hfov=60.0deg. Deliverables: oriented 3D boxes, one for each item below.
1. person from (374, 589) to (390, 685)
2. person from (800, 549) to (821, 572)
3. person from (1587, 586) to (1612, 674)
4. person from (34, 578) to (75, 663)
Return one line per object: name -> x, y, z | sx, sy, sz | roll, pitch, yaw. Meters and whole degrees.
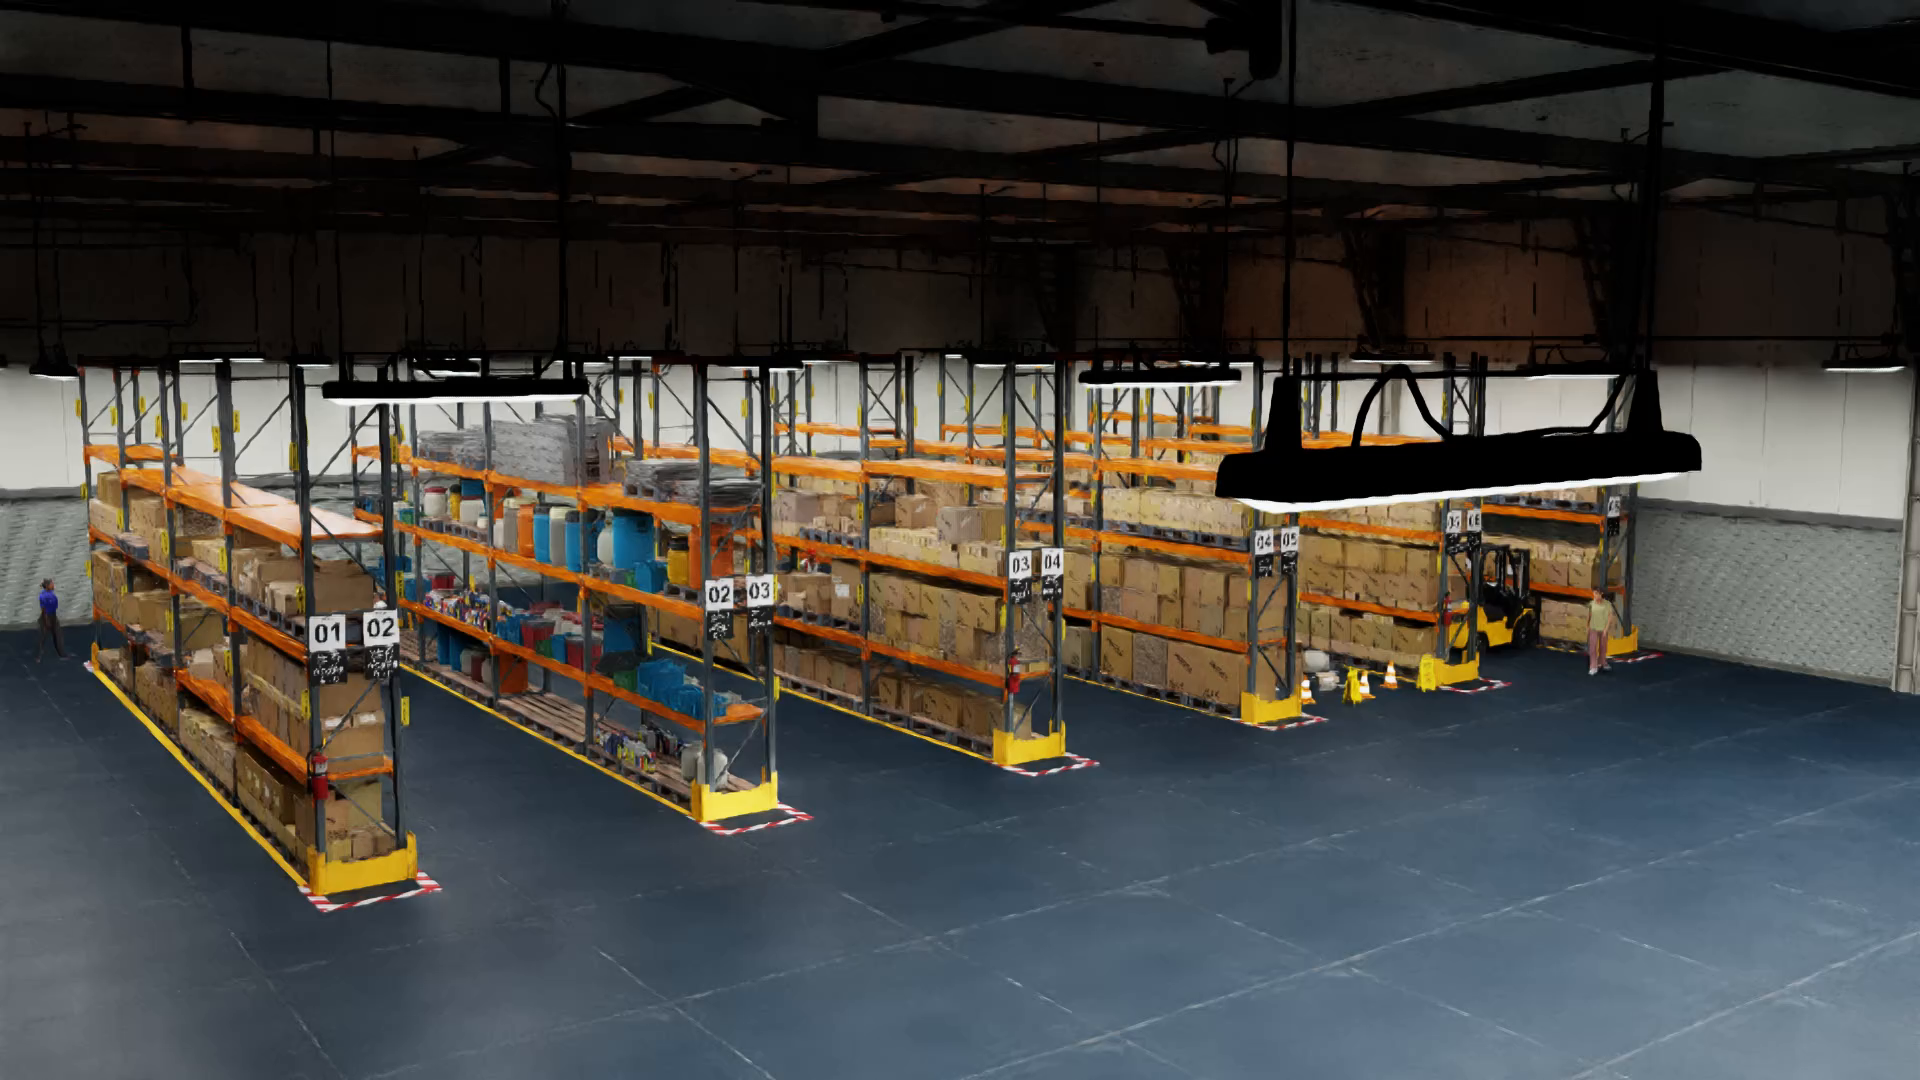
person -> -10.677, 1.750, 30.514 | 0.591, 1.740, 0.651 | -2, 7, -13
person -> -3.348, 1.014, 36.826 | 0.678, 1.741, 0.546 | -5, 9, -37
person -> 12.141, 1.687, 31.563 | 0.481, 1.664, 0.702 | 3, 8, 26
person -> -17.848, 1.552, 32.625 | 0.555, 1.647, 0.697 | 0, 7, 0
